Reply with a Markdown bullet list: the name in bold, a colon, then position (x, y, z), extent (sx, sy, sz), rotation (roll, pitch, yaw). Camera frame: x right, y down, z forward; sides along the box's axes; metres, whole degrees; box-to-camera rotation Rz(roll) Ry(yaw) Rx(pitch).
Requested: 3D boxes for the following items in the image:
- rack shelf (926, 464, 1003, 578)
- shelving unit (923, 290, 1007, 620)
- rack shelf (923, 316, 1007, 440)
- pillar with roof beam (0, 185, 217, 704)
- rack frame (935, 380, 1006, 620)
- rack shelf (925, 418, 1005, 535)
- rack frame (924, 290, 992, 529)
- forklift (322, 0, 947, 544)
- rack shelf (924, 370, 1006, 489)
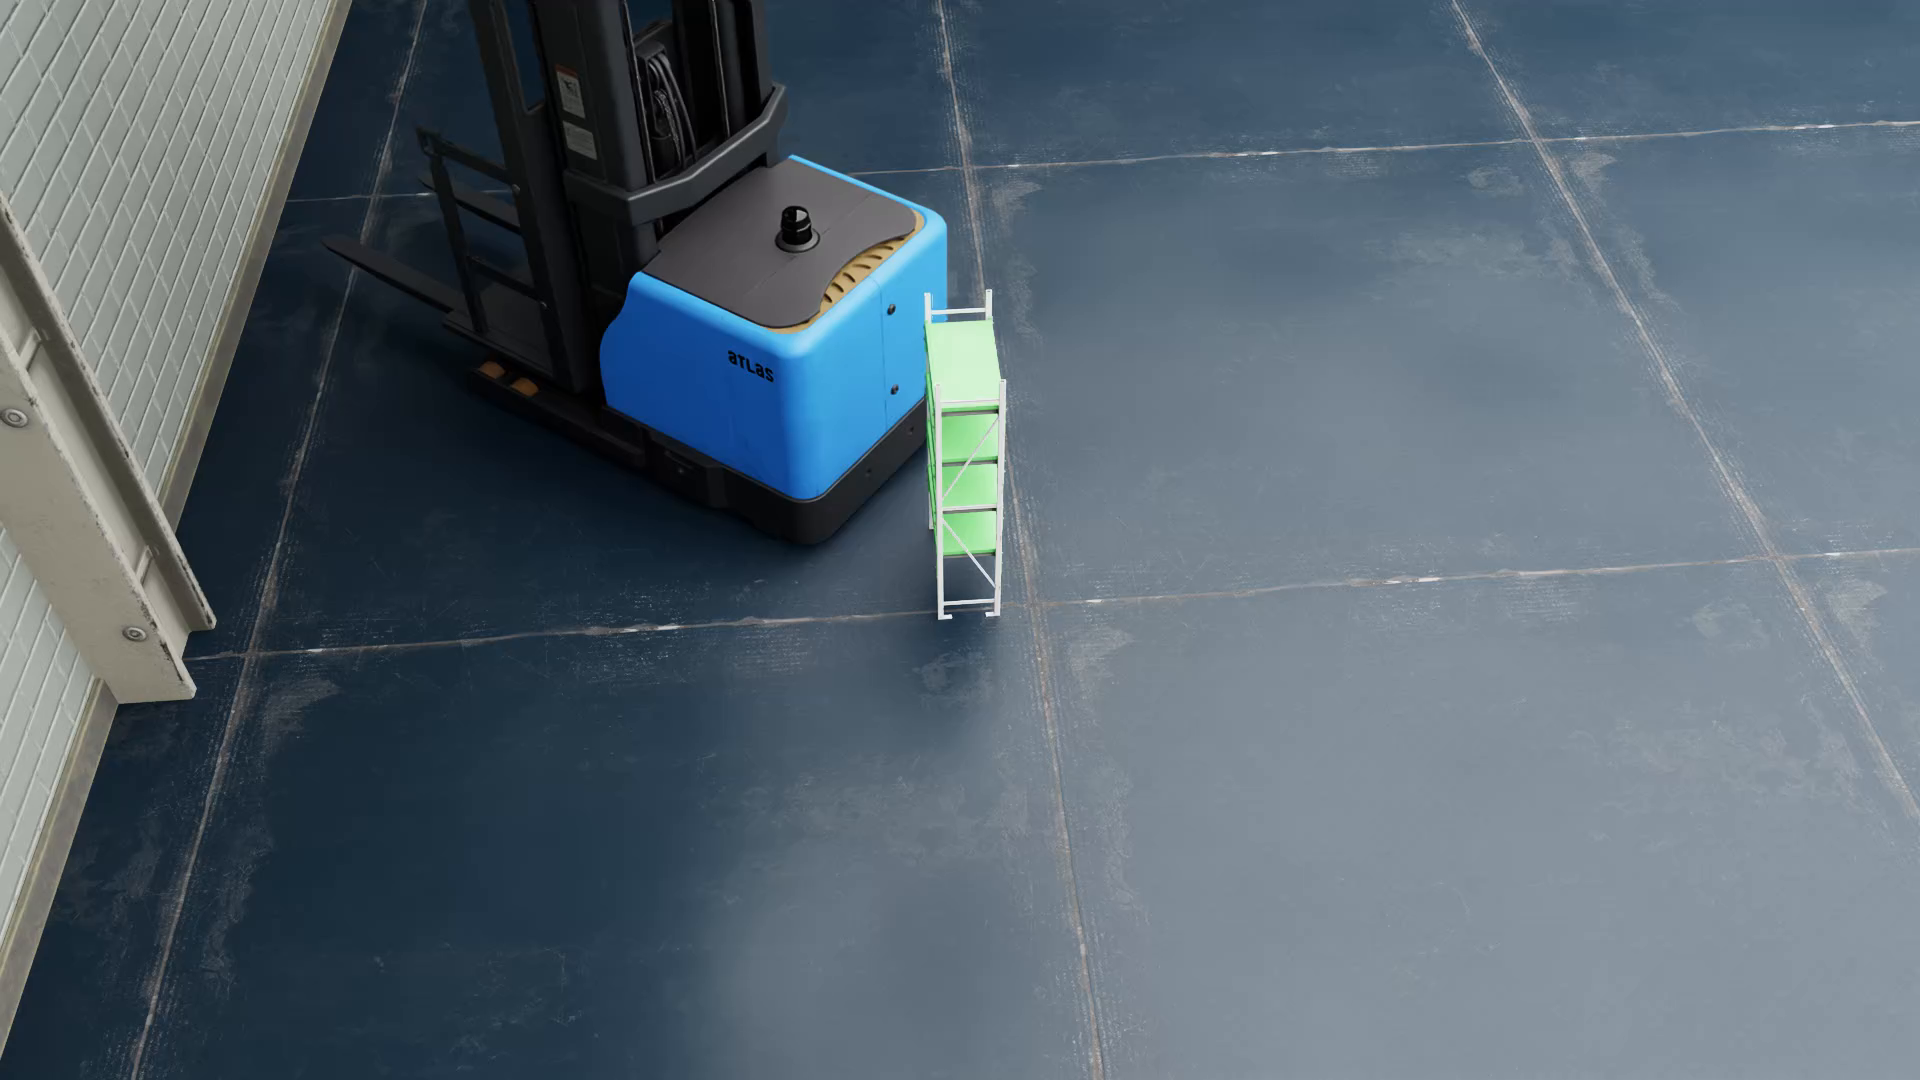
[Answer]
- **rack shelf**: position (0.014, -0.084, 6.422), extent (0.258, 0.148, 0.480), rotation (-3, 47, -3)
- **shelving unit**: position (0.014, -0.293, 6.201), extent (0.258, 1.200, 0.503), rotation (-3, 47, -3)
- **rack shelf**: position (0.014, -0.579, 5.899), extent (0.258, 0.148, 0.480), rotation (-3, 47, -3)
- **pillar with roof beam**: position (1.265, -2.900, 3.298), extent (9.100, 9.000, 0.400), rotation (-3, 47, -3)
- **rack frame**: position (0.034, -0.116, 6.034), extent (0.240, 1.200, 0.015), rotation (-3, 47, -3)
- **rack shelf**: position (0.014, -0.249, 6.247), extent (0.258, 0.148, 0.480), rotation (-3, 47, -3)
- **rack frame**: position (-0.007, -0.469, 6.368), extent (0.240, 1.200, 0.015), rotation (-3, 47, -3)
- **forklift**: position (-1.543, -1.841, 6.475), extent (3.031, 2.935, 1.130), rotation (26, 52, 23)
- **rack shelf**: position (0.014, -0.414, 6.073), extent (0.258, 0.148, 0.480), rotation (-3, 47, -3)
